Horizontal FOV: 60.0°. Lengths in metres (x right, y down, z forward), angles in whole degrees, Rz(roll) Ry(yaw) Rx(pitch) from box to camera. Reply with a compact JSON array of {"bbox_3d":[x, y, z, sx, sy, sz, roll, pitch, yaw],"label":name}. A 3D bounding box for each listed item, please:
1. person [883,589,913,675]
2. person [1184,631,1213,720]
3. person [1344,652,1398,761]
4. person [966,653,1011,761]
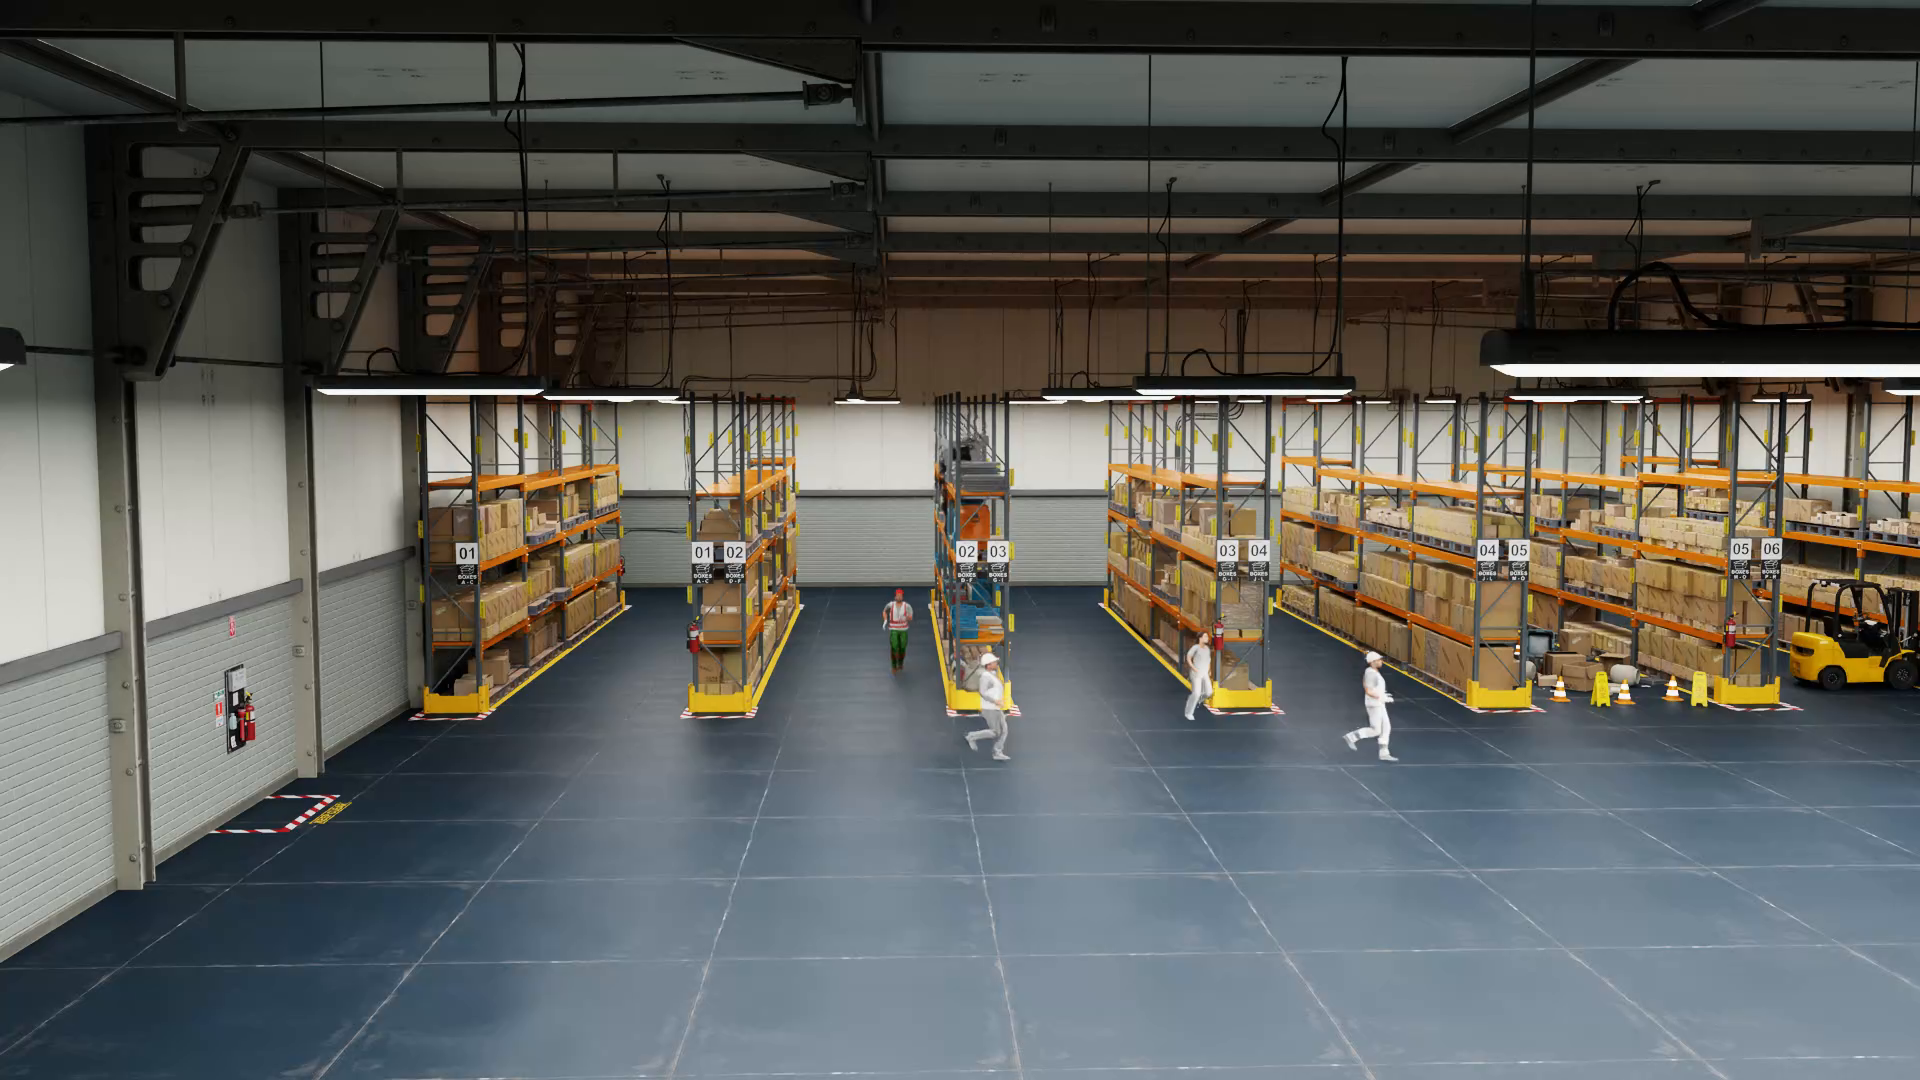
[{"bbox_3d":[-1.323,1.971,35.725,0.645,1.841,0.767,-1,5,-7],"label":"person"},{"bbox_3d":[4.436,2.475,30.618,0.616,1.615,0.527,-3,6,-34],"label":"person"},{"bbox_3d":[6.673,2.688,26.926,0.869,1.772,0.657,2,5,20],"label":"person"},{"bbox_3d":[0.467,2.706,26.935,0.733,1.744,0.624,1,5,14],"label":"person"}]
